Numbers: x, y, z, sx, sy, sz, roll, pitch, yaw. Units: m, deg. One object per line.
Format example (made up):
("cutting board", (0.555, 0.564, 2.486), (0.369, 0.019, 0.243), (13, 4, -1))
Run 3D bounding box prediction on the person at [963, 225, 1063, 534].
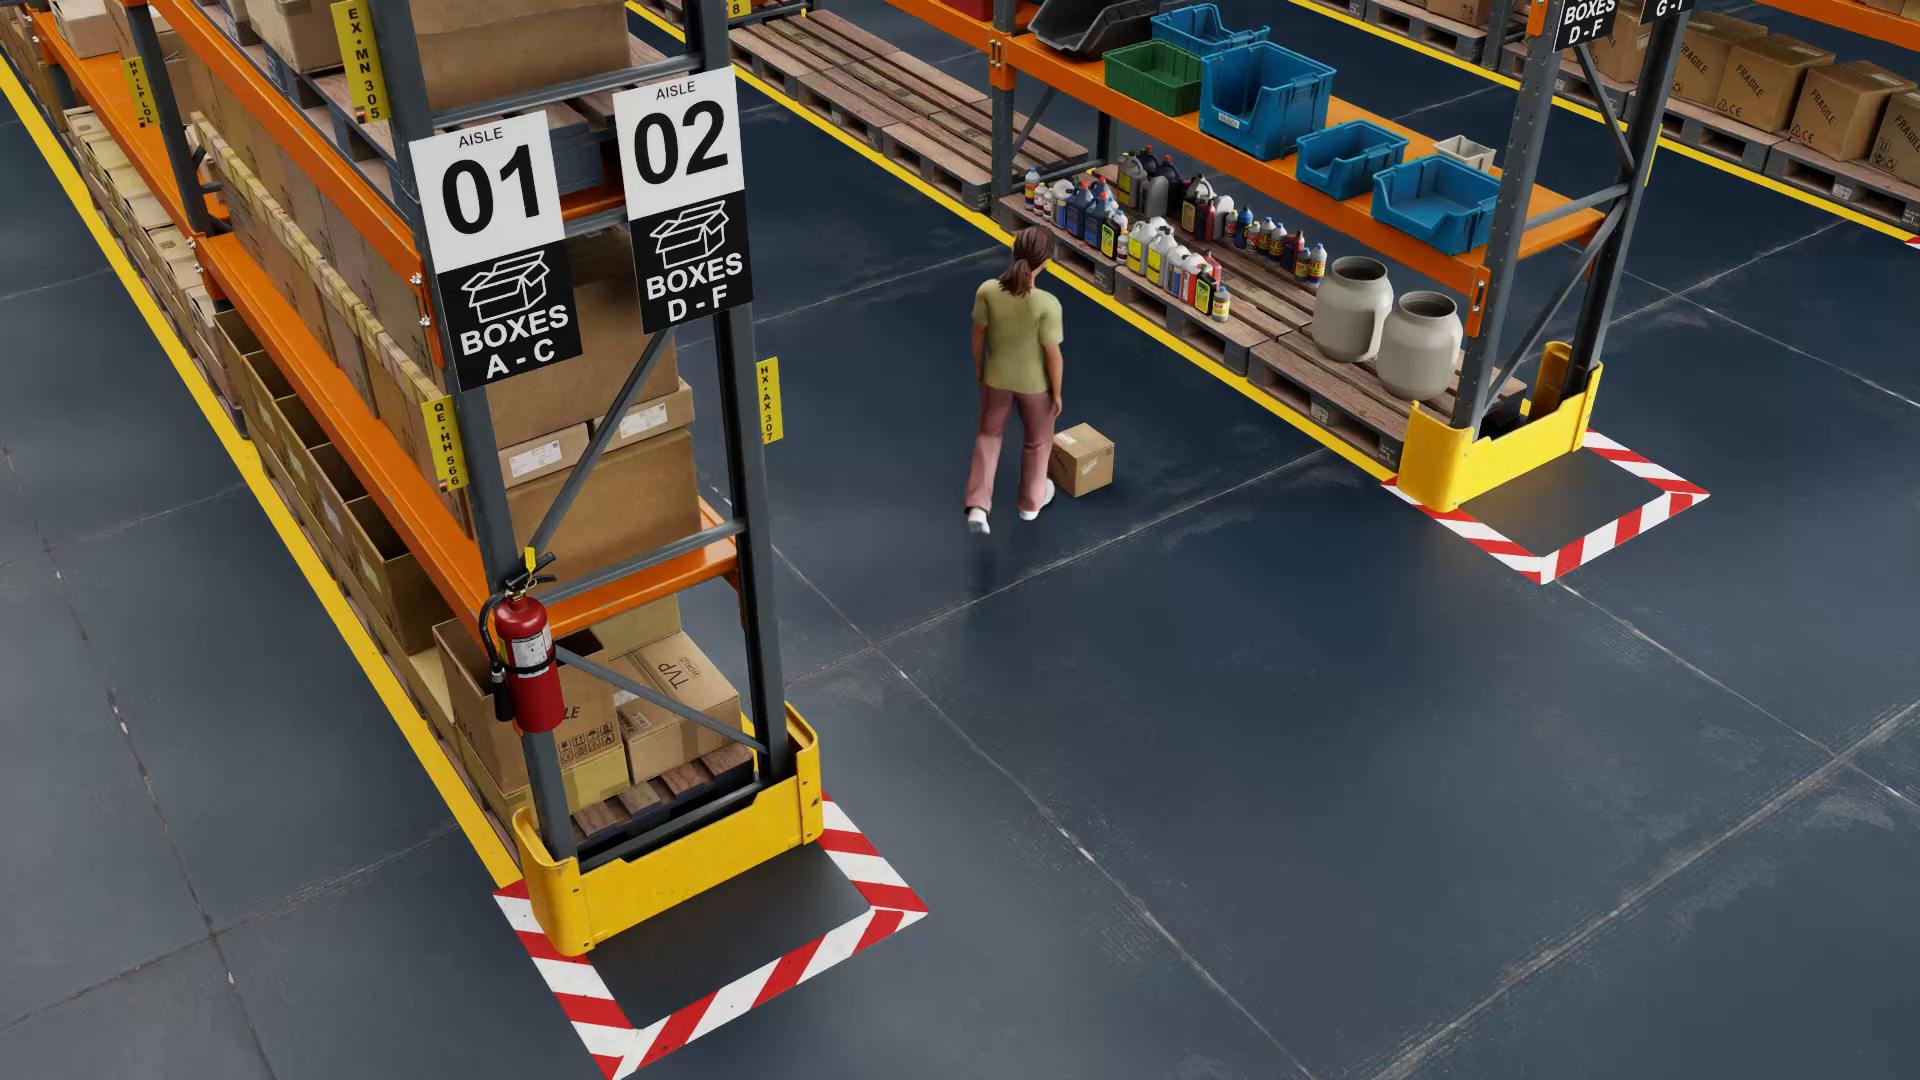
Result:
("person", (0.269, -0.731, 7.978), (0.467, 1.661, 0.755), (12, 38, 16))
